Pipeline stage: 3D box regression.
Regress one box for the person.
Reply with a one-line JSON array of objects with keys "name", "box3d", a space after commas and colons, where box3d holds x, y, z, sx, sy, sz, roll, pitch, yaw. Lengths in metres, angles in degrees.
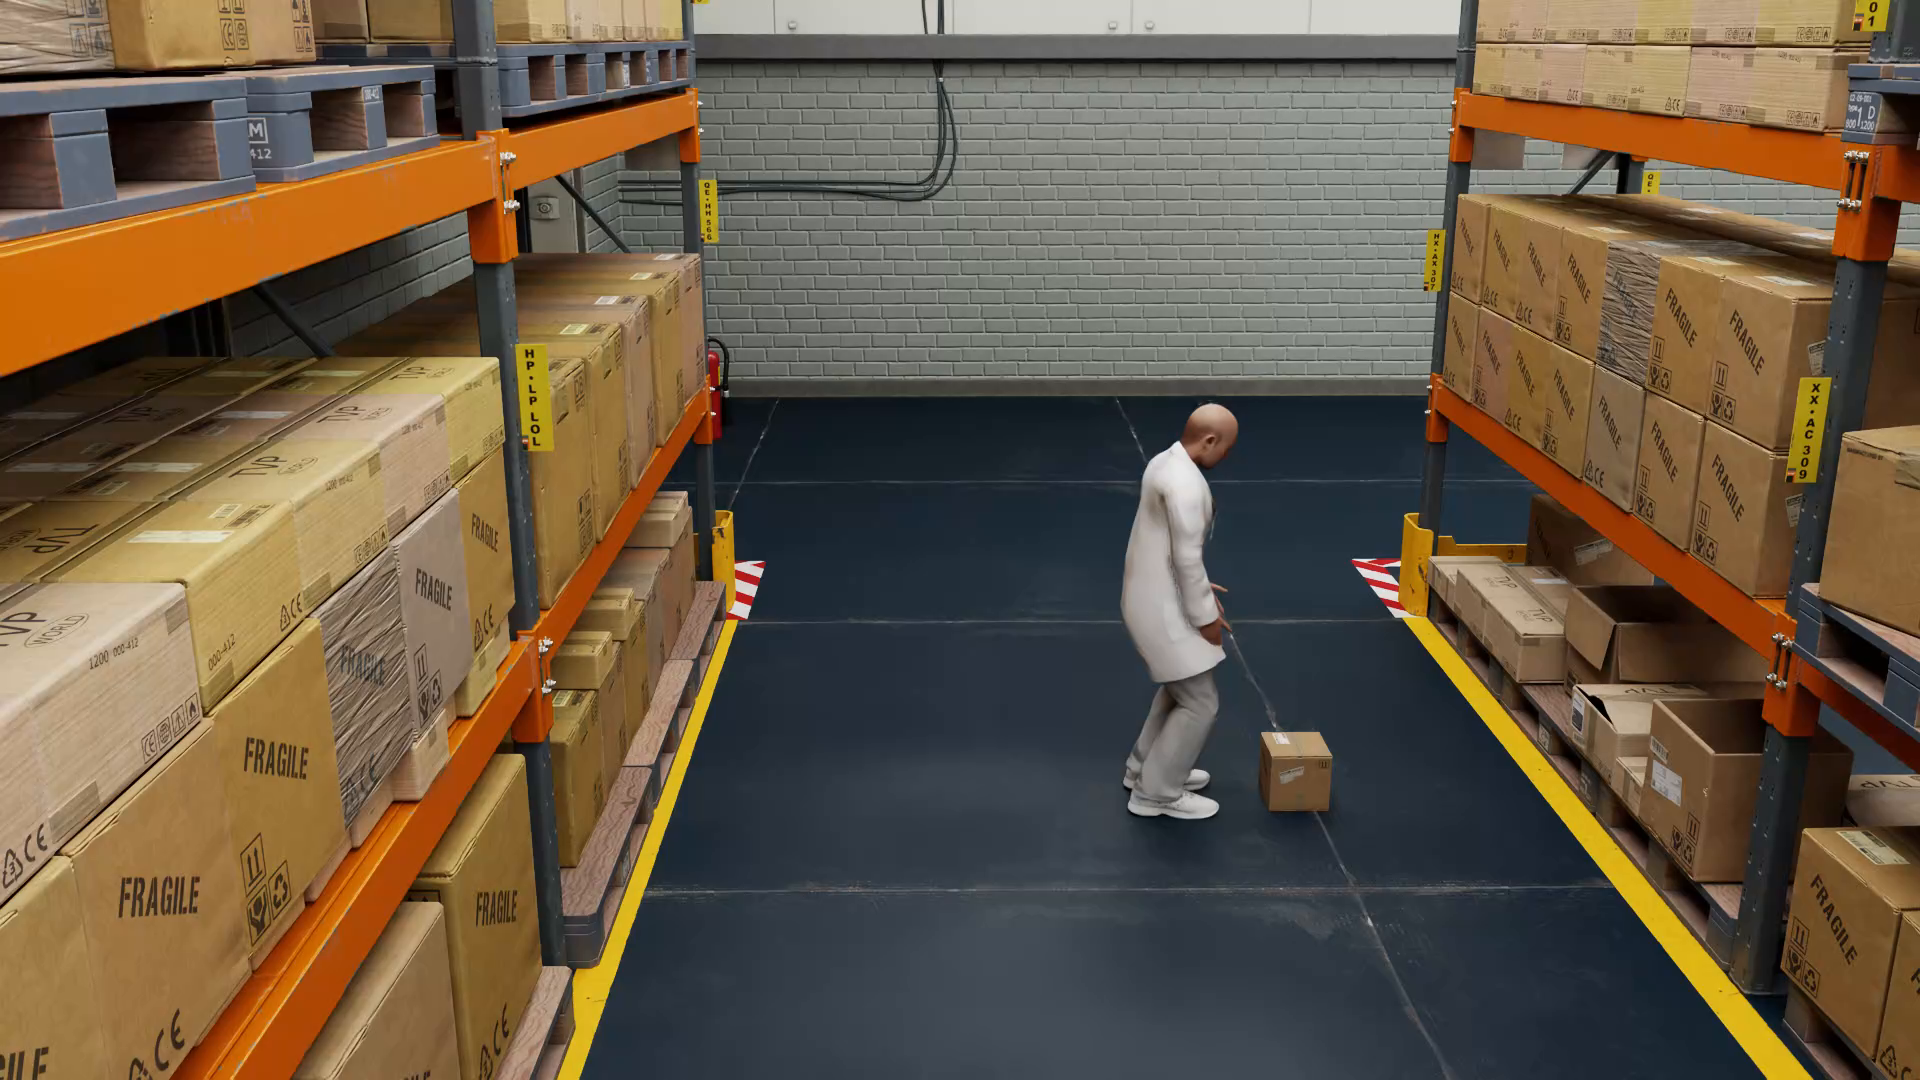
[{"name": "person", "box3d": [0.893, 0.282, 6.803, 0.459, 1.693, 0.599, 0, 17, 1]}]
